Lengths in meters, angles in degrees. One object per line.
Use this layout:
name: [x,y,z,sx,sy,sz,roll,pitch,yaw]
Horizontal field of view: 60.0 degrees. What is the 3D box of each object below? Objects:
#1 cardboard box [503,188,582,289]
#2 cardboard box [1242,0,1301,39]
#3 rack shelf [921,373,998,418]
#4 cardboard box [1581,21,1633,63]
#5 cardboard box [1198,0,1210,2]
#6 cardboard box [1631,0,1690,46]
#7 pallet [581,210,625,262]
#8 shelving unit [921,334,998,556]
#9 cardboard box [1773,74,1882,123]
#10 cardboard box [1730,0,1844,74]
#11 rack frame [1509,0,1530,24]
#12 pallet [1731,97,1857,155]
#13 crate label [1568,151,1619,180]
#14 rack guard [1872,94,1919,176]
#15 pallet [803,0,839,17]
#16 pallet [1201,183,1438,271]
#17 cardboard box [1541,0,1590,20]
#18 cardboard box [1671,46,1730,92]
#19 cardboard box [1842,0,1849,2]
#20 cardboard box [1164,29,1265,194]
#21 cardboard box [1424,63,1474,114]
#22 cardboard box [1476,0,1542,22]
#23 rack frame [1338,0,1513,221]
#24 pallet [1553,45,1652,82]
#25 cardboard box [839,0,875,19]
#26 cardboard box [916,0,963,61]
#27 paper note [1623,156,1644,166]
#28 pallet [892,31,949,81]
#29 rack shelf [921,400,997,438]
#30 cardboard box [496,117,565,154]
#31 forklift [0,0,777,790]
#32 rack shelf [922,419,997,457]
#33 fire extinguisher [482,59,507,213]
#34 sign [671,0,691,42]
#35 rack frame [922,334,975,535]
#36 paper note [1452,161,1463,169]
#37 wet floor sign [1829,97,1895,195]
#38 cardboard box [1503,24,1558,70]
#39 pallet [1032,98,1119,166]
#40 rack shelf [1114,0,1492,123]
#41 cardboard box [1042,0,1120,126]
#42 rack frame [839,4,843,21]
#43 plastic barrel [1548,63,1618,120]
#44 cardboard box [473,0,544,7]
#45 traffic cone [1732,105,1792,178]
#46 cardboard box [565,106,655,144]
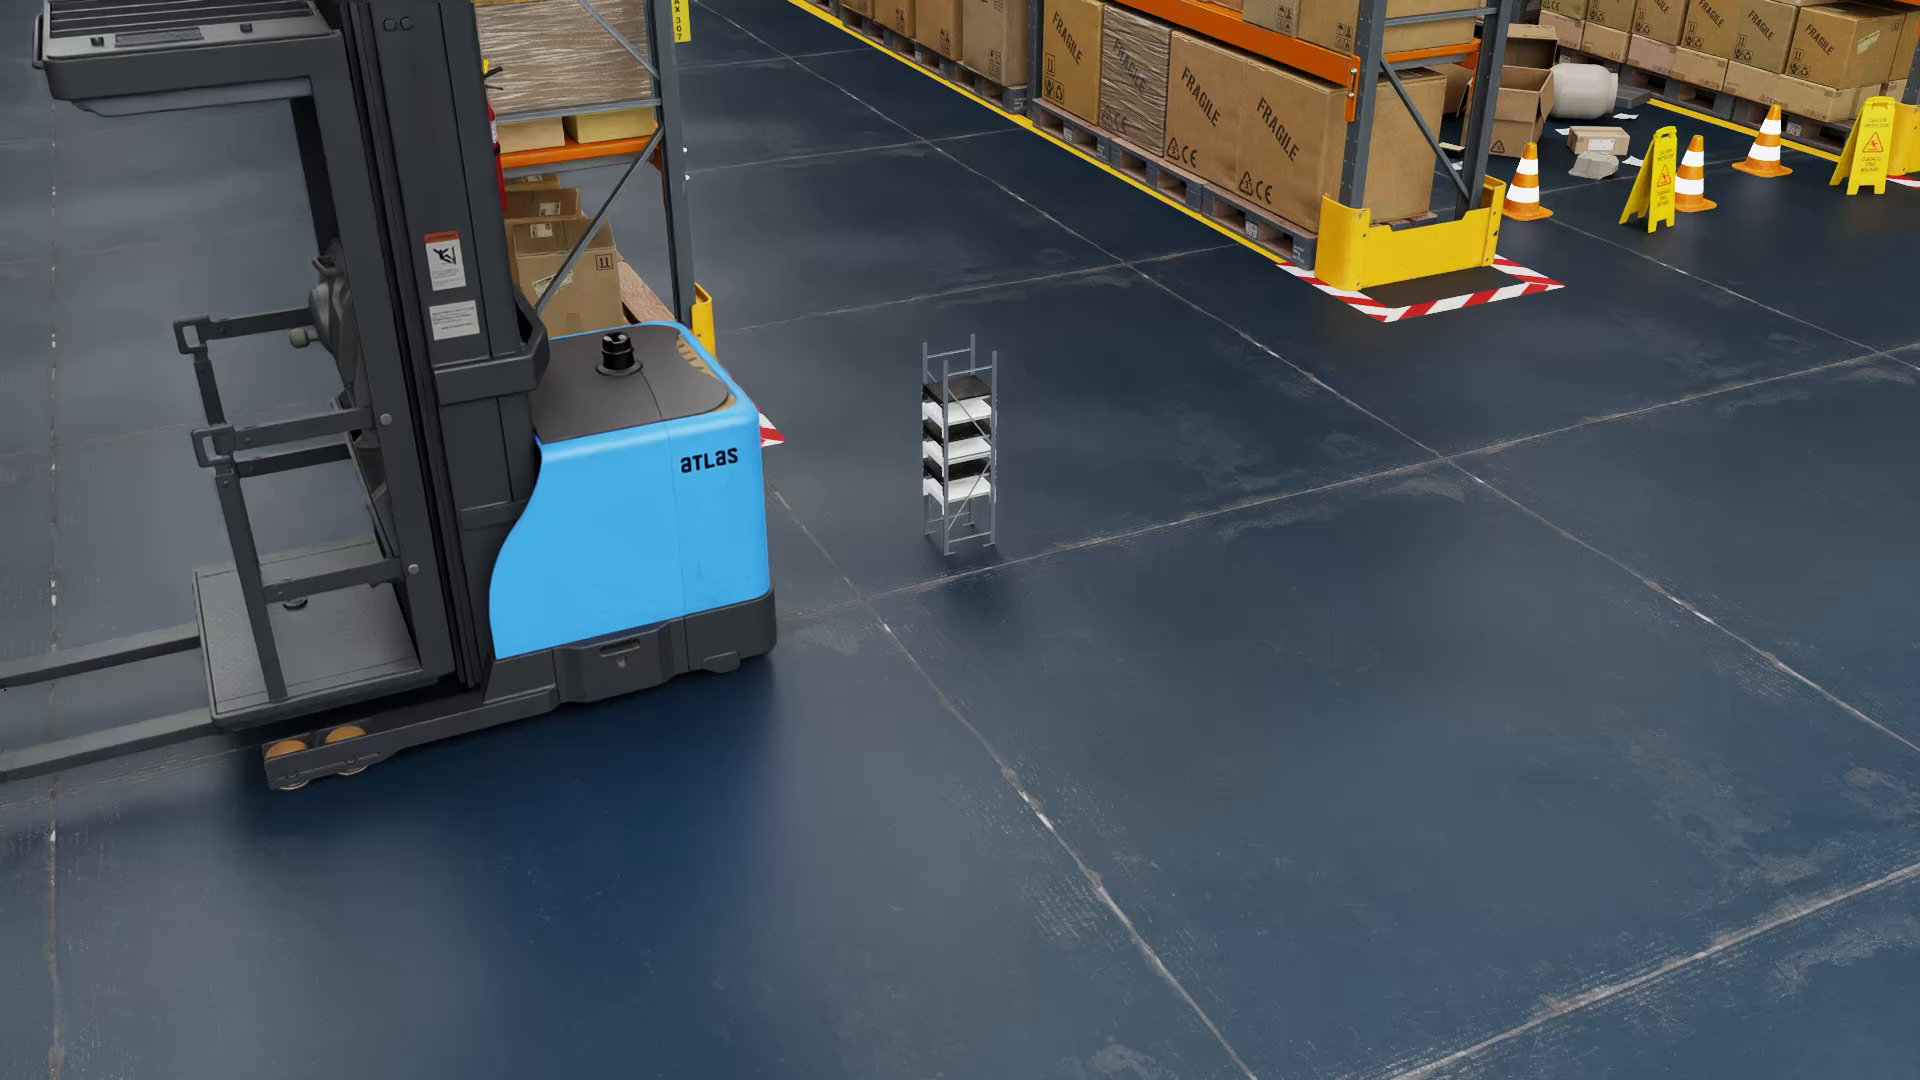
cardboard box: [-2.342,-1.617,9.193,0.500,0.500,0.500,-5,30,-9]
cardboard box: [2.265,-3.443,10.170,0.875,0.550,0.550,-13,32,-22]
rack shelf: [-0.003,-0.603,6.921,0.258,0.077,0.200,-13,32,-22]
cardboard box: [5.680,-4.269,14.178,0.500,0.250,0.500,-11,31,-19]
cardboard box: [1.874,-3.942,11.060,0.875,0.550,0.500,-13,32,-22]
cardboard box: [5.902,-4.366,13.584,0.500,0.500,0.500,-11,31,-19]
pallet: [-2.671,-1.710,10.083,1.003,0.211,1.213,-13,32,-22]
shelving unit: [-0.003,-0.396,7.036,0.258,0.900,0.210,-13,32,-22]
cardboard box: [6.548,-3.364,12.564,0.500,0.250,0.500,-13,32,-22]
cardboard box: [6.342,-3.909,12.769,0.500,0.500,0.500,-12,31,-20]
rack frame: [5.432,-5.836,14.590,1.000,3.000,0.127,-13,32,-22]
pallet: [6.799,-3.252,12.834,1.003,0.211,1.213,-13,32,-22]
crate label: [4.549,-2.690,11.908,0.298,0.136,0.250,19,34,30]
rack guard: [7.116,-3.012,12.110,1.175,0.500,0.348,-13,32,-22]
pallet: [-1.047,-5.648,17.106,1.003,0.211,1.213,-13,32,-22]
pallet: [2.308,-2.105,10.789,1.003,0.211,1.213,-13,32,-22]
cardboard box: [5.441,-4.829,14.411,0.500,0.500,0.500,-12,31,-20]
cardboard box: [6.114,-3.814,13.366,0.500,0.250,0.500,-14,32,-24]
cardboard box: [6.813,-4.035,12.993,0.500,0.500,0.500,-14,32,-24]
cardboard box: [1.991,-2.915,11.125,0.875,0.875,0.875,-14,32,-23]
cardboard box: [3.699,-3.695,13.186,0.797,0.637,0.503,-13,32,-22]
cardboard box: [5.204,-5.104,15.542,0.950,0.372,0.625,-13,32,-21]
rack frame: [2.721,-2.985,9.506,1.000,3.000,0.127,-13,32,-22]
pallet: [5.752,-4.330,14.756,1.003,0.211,1.213,-13,32,-22]
cardboard box: [-0.533,-5.433,15.742,1.050,0.750,0.750,-14,32,-23]
cardboard box: [0.246,-4.636,14.321,1.050,0.750,0.750,-13,32,-22]
paper note: [4.945,-2.773,12.165,0.142,0.019,0.148,26,38,38]
pallet: [0.077,-4.400,14.881,1.003,0.211,1.213,-13,32,-22]
rack shelf: [-0.003,-0.524,6.965,0.258,0.077,0.200,-13,32,-22]
cardboard box: [-2.110,-1.961,7.937,0.380,0.149,0.250,-13,32,-22]
forklift: [-2.262,-0.715,5.529,3.031,2.935,1.130,-13,32,-22]
rack shelf: [-0.003,-0.446,7.009,0.258,0.077,0.200,-13,32,-22]
fire extinguisher: [-2.169,-1.807,7.485,0.296,0.674,0.183,-13,32,-22]
sign: [-1.312,-2.480,7.720,0.100,0.325,0.005,-13,32,-22]
rack frame: [-0.047,-0.441,7.116,0.240,0.900,0.006,-13,32,-22]
paper note: [3.600,-2.720,12.071,0.144,0.017,0.142,-3,29,-5]
wet floor sign: [6.264,-2.733,11.465,0.267,0.644,0.232,-3,29,-5]
cardboard box: [4.663,-3.987,13.847,0.500,0.500,0.500,7,30,13]
pallet: [1.260,-3.183,12.711,1.003,0.211,1.213,-13,32,-22]
rack shelf: [1.863,-3.554,11.257,1.077,0.370,4.000,-13,32,-22]
cardboard box: [1.211,-3.716,12.552,0.875,0.875,0.875,-13,32,-21]
rack frame: [-0.713,-6.519,15.808,1.000,3.000,0.127,-13,32,-22]
plastic barrel: [4.895,-3.540,13.129,0.512,0.421,0.421,7,30,13]
cardboard box: [-2.261,-2.788,7.727,0.500,0.500,0.500,-13,32,-22]
traffic cone: [5.799,-2.881,11.915,0.336,0.463,0.334,-13,32,-22]
cardboard box: [-1.709,-2.054,8.104,0.380,0.149,0.250,-13,32,-22]
